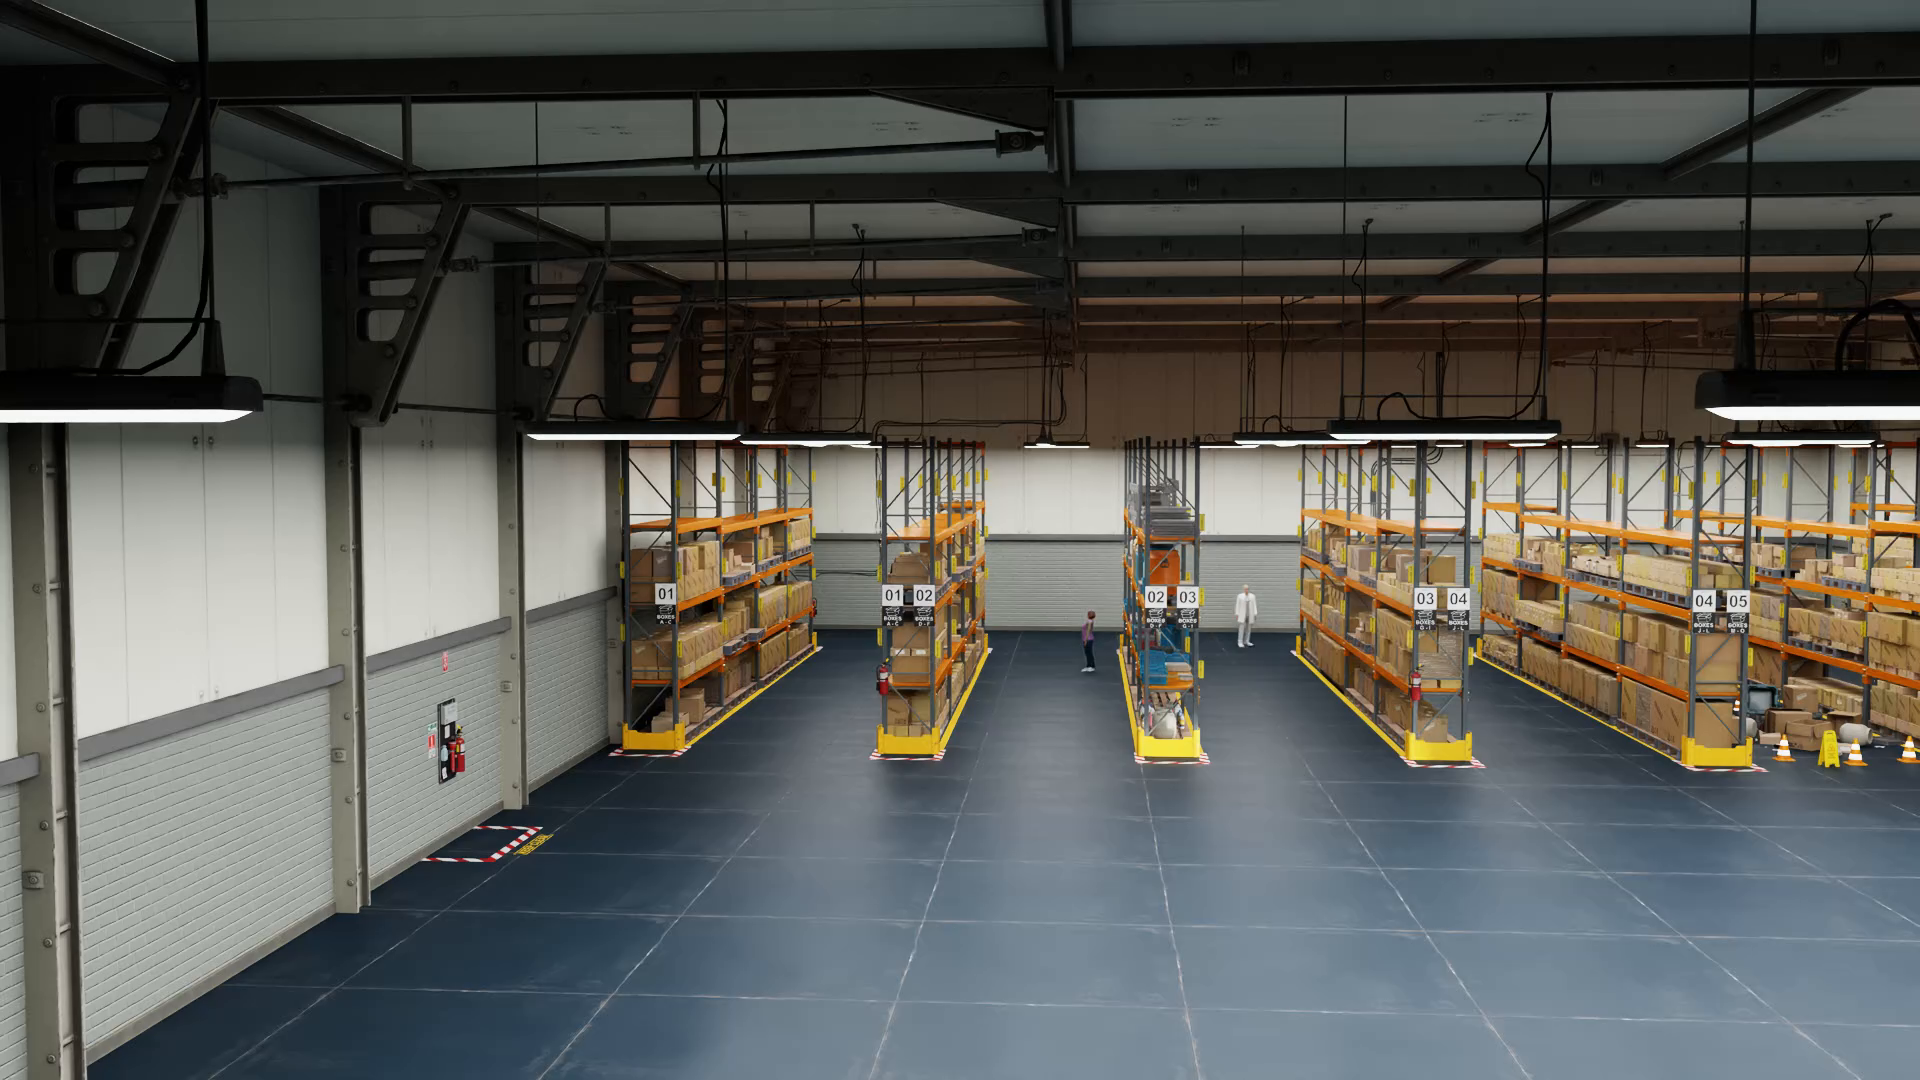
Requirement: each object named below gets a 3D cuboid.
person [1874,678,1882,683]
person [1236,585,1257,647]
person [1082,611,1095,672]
[{"bbox_3d":[22.623,2.715,40.760,0.552,1.689,0.731,-1,3,-14],"label":"person"},{"bbox_3d":[8.418,2.224,48.796,0.619,1.798,0.565,0,3,0],"label":"person"},{"bbox_3d":[3.340,2.627,43.242,0.345,1.608,0.488,0,3,-9],"label":"person"}]
